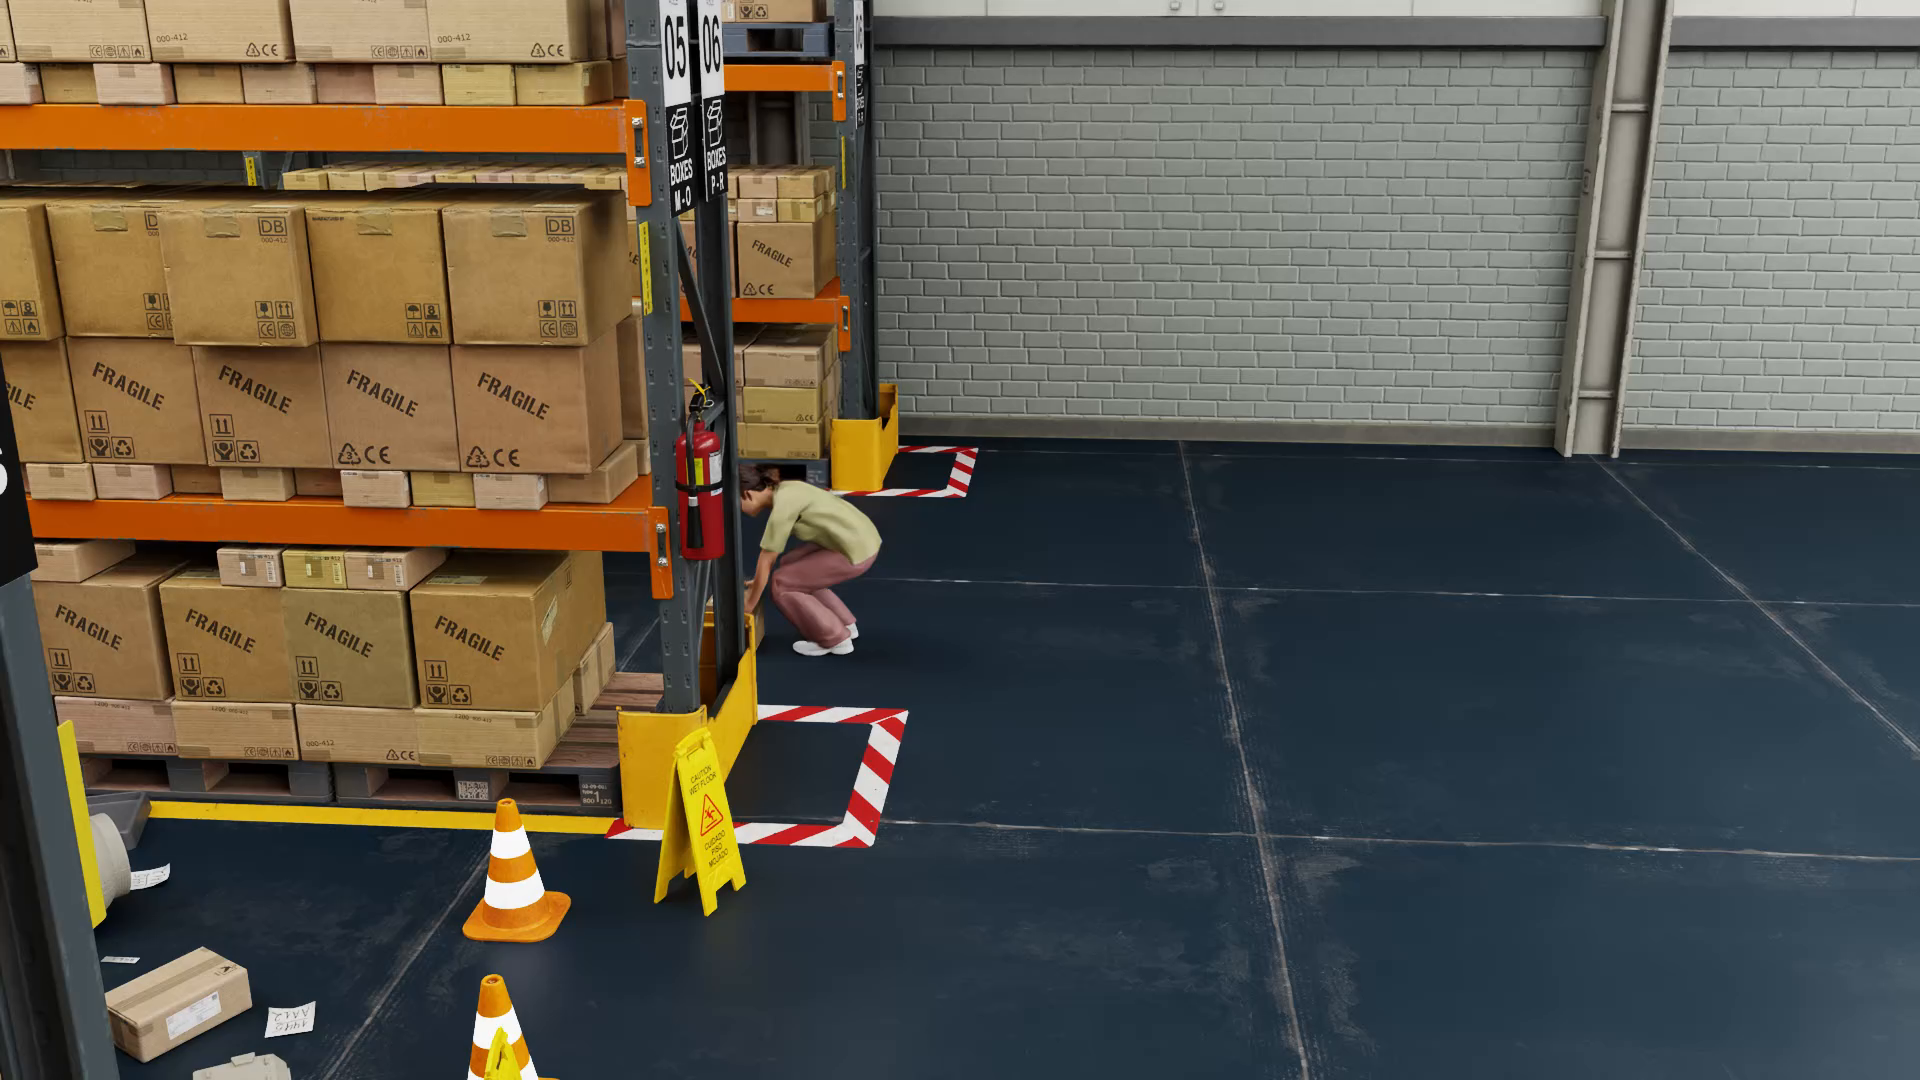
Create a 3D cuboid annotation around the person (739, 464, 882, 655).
[{"bbox_3d":[-0.797,0.087,8.443,0.787,0.974,0.495,1,18,4],"label":"person"}]
